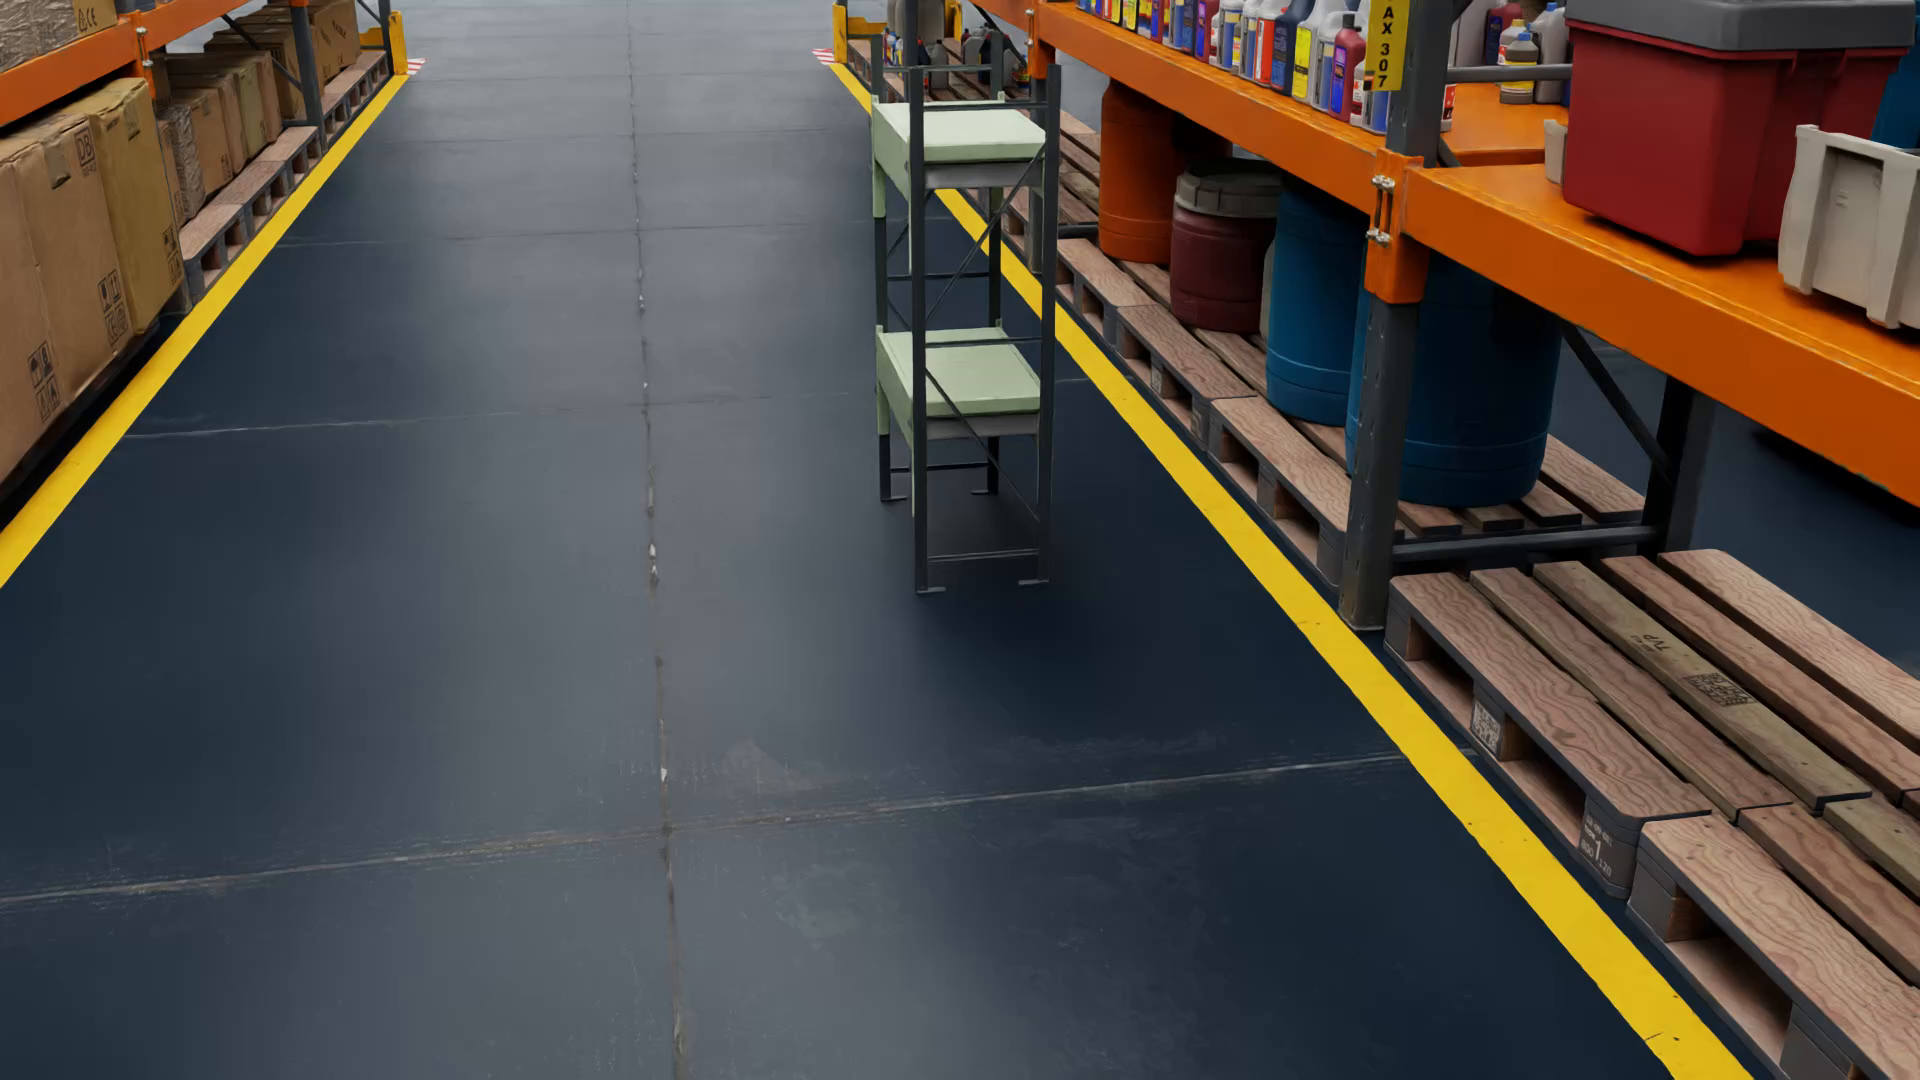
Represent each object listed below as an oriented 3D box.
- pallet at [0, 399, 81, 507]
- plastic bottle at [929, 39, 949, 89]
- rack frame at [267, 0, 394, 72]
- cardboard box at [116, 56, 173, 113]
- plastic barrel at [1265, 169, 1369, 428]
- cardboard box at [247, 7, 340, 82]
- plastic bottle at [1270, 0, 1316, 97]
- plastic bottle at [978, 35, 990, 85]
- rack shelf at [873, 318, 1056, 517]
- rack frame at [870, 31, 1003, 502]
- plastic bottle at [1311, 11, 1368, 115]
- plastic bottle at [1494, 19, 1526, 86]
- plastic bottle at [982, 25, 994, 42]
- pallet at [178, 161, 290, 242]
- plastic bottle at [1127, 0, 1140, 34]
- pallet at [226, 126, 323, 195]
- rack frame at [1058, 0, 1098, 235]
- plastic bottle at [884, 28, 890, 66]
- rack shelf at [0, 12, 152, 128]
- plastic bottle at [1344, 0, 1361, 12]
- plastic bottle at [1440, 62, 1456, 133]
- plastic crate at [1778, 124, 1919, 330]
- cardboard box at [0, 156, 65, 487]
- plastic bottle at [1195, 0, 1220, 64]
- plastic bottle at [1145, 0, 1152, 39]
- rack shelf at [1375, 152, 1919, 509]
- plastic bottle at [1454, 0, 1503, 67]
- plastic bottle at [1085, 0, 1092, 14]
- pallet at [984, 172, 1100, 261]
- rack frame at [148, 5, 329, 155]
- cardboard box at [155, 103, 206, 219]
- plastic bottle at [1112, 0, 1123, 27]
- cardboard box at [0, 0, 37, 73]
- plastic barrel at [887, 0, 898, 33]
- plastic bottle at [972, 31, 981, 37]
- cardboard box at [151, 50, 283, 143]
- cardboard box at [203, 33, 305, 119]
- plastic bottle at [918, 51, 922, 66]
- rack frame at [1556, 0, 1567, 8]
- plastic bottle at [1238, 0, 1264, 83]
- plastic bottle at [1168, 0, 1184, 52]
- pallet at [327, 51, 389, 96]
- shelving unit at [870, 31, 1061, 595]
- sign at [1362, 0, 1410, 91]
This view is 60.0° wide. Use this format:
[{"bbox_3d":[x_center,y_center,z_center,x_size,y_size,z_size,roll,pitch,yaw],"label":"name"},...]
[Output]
[{"bbox_3d":[-3.732,-0.306,5.686,1.003,0.211,1.213,-4,24,-10],"label":"pallet"},{"bbox_3d":[-0.159,-3.548,12.387,0.144,0.351,0.185,-4,24,-10],"label":"plastic bottle"},{"bbox_3d":[-5.506,-5.525,14.152,1.000,3.000,0.127,-4,24,-10],"label":"rack frame"},{"bbox_3d":[-4.288,-2.247,8.284,0.500,0.250,0.500,-2,24,-4],"label":"cardboard box"},{"bbox_3d":[1.366,-0.896,5.651,0.600,0.901,0.708,-4,24,-10],"label":"plastic barrel"},{"bbox_3d":[-5.165,-3.845,12.903,0.500,0.500,0.500,-2,24,-5],"label":"cardboard box"},{"bbox_3d":[1.055,-1.559,5.133,0.144,0.351,0.185,-4,24,-10],"label":"plastic bottle"},{"bbox_3d":[0.219,-3.643,12.604,0.144,0.351,0.185,-4,24,-10],"label":"plastic bottle"},{"bbox_3d":[-0.001,-0.391,5.086,0.431,0.370,0.720,-4,24,-10],"label":"rack shelf"},{"bbox_3d":[-0.069,-0.834,5.285,0.400,1.500,0.023,-4,24,-10],"label":"rack frame"},{"bbox_3d":[1.123,-1.389,4.838,0.152,0.276,0.135,-4,24,-10],"label":"plastic bottle"},{"bbox_3d":[1.772,-1.559,5.319,0.097,0.201,0.097,0,24,0],"label":"plastic bottle"},{"bbox_3d":[0.247,-3.895,13.181,0.144,0.351,0.185,-4,24,-10],"label":"plastic bottle"},{"bbox_3d":[-4.391,-1.887,9.306,1.003,0.211,1.213,-4,24,-10],"label":"pallet"},{"bbox_3d":[0.712,-2.168,6.612,0.061,0.283,0.133,-4,24,-10],"label":"plastic bottle"},{"bbox_3d":[-4.620,-2.367,10.407,1.003,0.211,1.213,-4,24,-10],"label":"pallet"},{"bbox_3d":[0.838,-2.744,7.786,0.949,2.616,0.053,-4,24,-10],"label":"rack frame"},{"bbox_3d":[-0.585,-4.022,13.554,0.061,0.283,0.133,-4,24,-9],"label":"plastic bottle"},{"bbox_3d":[-3.656,-1.262,5.290,1.077,0.370,4.000,-4,24,-10],"label":"rack shelf"},{"bbox_3d":[1.197,-1.569,5.157,0.144,0.351,0.185,-4,24,-10],"label":"plastic bottle"},{"bbox_3d":[1.310,-1.228,4.562,0.097,0.201,0.097,0,24,0],"label":"plastic bottle"},{"bbox_3d":[1.682,-0.530,2.789,0.437,0.282,0.530,-4,24,-10],"label":"plastic crate"},{"bbox_3d":[-3.591,-0.625,5.064,1.225,0.875,0.875,-5,24,-12],"label":"cardboard box"},{"bbox_3d":[0.874,-1.823,5.821,0.061,0.283,0.133,-4,24,-10],"label":"plastic bottle"},{"bbox_3d":[0.769,-2.080,6.426,0.097,0.271,0.097,0,24,0],"label":"plastic bottle"},{"bbox_3d":[1.951,-0.055,2.527,1.077,0.370,4.000,-4,24,-10],"label":"rack shelf"},{"bbox_3d":[1.699,-1.689,5.524,0.152,0.276,0.135,-4,24,-10],"label":"plastic bottle"},{"bbox_3d":[0.598,-2.444,7.259,0.097,0.271,0.097,0,24,0],"label":"plastic bottle"},{"bbox_3d":[0.736,-1.774,9.049,1.003,0.211,1.213,-4,24,-10],"label":"pallet"},{"bbox_3d":[-4.766,-3.951,10.550,1.000,3.000,0.127,-4,24,-10],"label":"rack frame"},{"bbox_3d":[-4.285,-1.913,8.457,0.700,0.500,0.500,-6,24,-14],"label":"cardboard box"},{"bbox_3d":[0.669,-2.259,6.820,0.061,0.283,0.133,-4,24,-10],"label":"plastic bottle"},{"bbox_3d":[-3.506,-1.848,5.608,0.500,0.500,0.500,-5,24,-11],"label":"cardboard box"},{"bbox_3d":[-0.441,-4.690,14.825,0.421,0.512,0.421,0,24,0],"label":"plastic barrel"},{"bbox_3d":[0.178,-3.999,13.512,0.152,0.276,0.135,-5,24,-11],"label":"plastic bottle"},{"bbox_3d":[-4.673,-2.764,10.405,0.700,0.500,0.500,-6,24,-14],"label":"cardboard box"},{"bbox_3d":[-7.571,-4.042,11.931,5.628,1.640,3.313,-4,24,-10],"label":"cardboard box"},{"bbox_3d":[-0.311,-3.440,12.222,0.061,0.283,0.133,-3,24,-7],"label":"plastic bottle"},{"bbox_3d":[4.970,-4.683,12.225,1.000,3.000,0.127,-4,24,-10],"label":"rack frame"},{"bbox_3d":[1.005,-1.641,5.413,0.152,0.276,0.135,-4,24,-10],"label":"plastic bottle"},{"bbox_3d":[0.860,-1.948,6.118,0.152,0.276,0.135,-4,24,-10],"label":"plastic bottle"},{"bbox_3d":[-5.376,-3.895,13.904,1.003,0.211,1.213,-4,24,-10],"label":"pallet"},{"bbox_3d":[-0.001,-0.690,4.956,0.431,1.500,0.755,-4,24,-10],"label":"shelving unit"},{"bbox_3d":[1.040,-1.258,4.037,0.100,0.325,0.005,-4,24,-10],"label":"sign"}]
